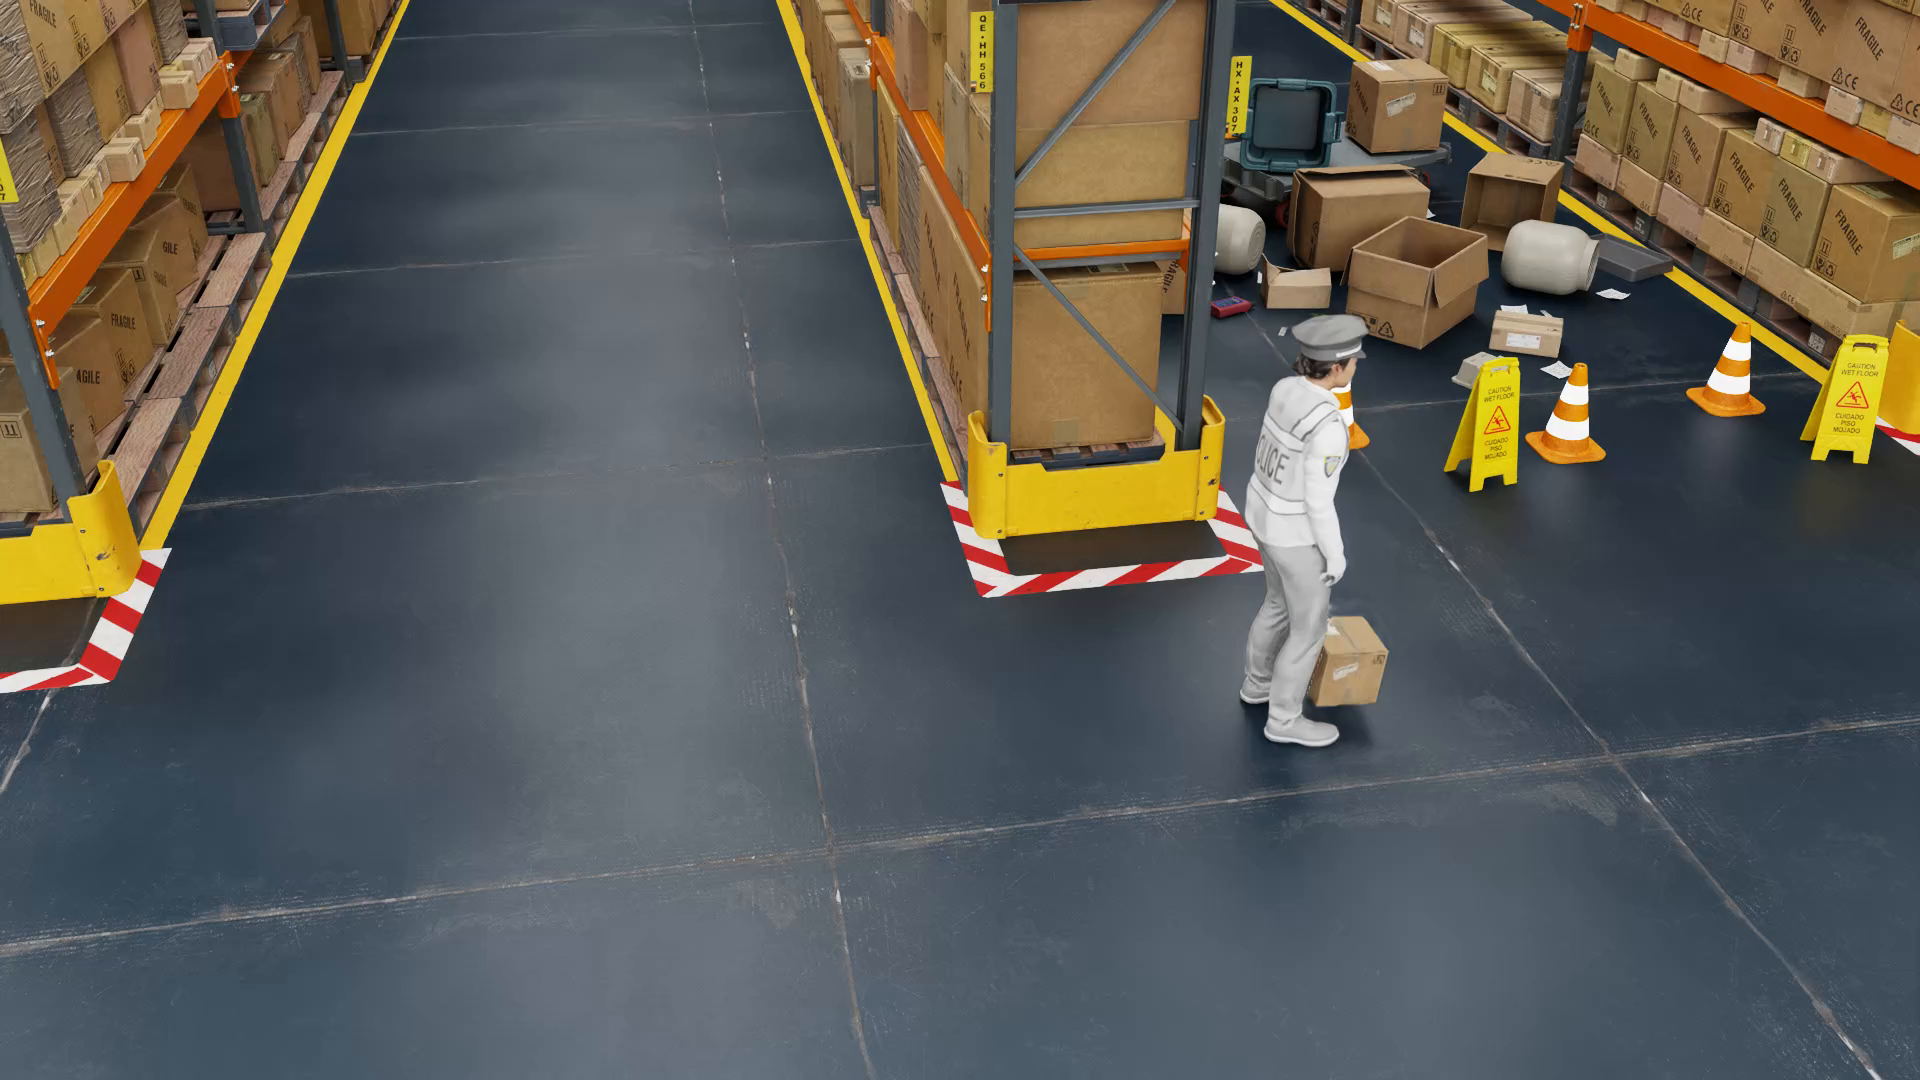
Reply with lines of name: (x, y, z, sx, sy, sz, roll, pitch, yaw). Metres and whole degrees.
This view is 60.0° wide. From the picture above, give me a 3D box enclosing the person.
person: (1.252, -0.031, 6.179, 0.360, 1.665, 0.513, -6, 31, -10)
